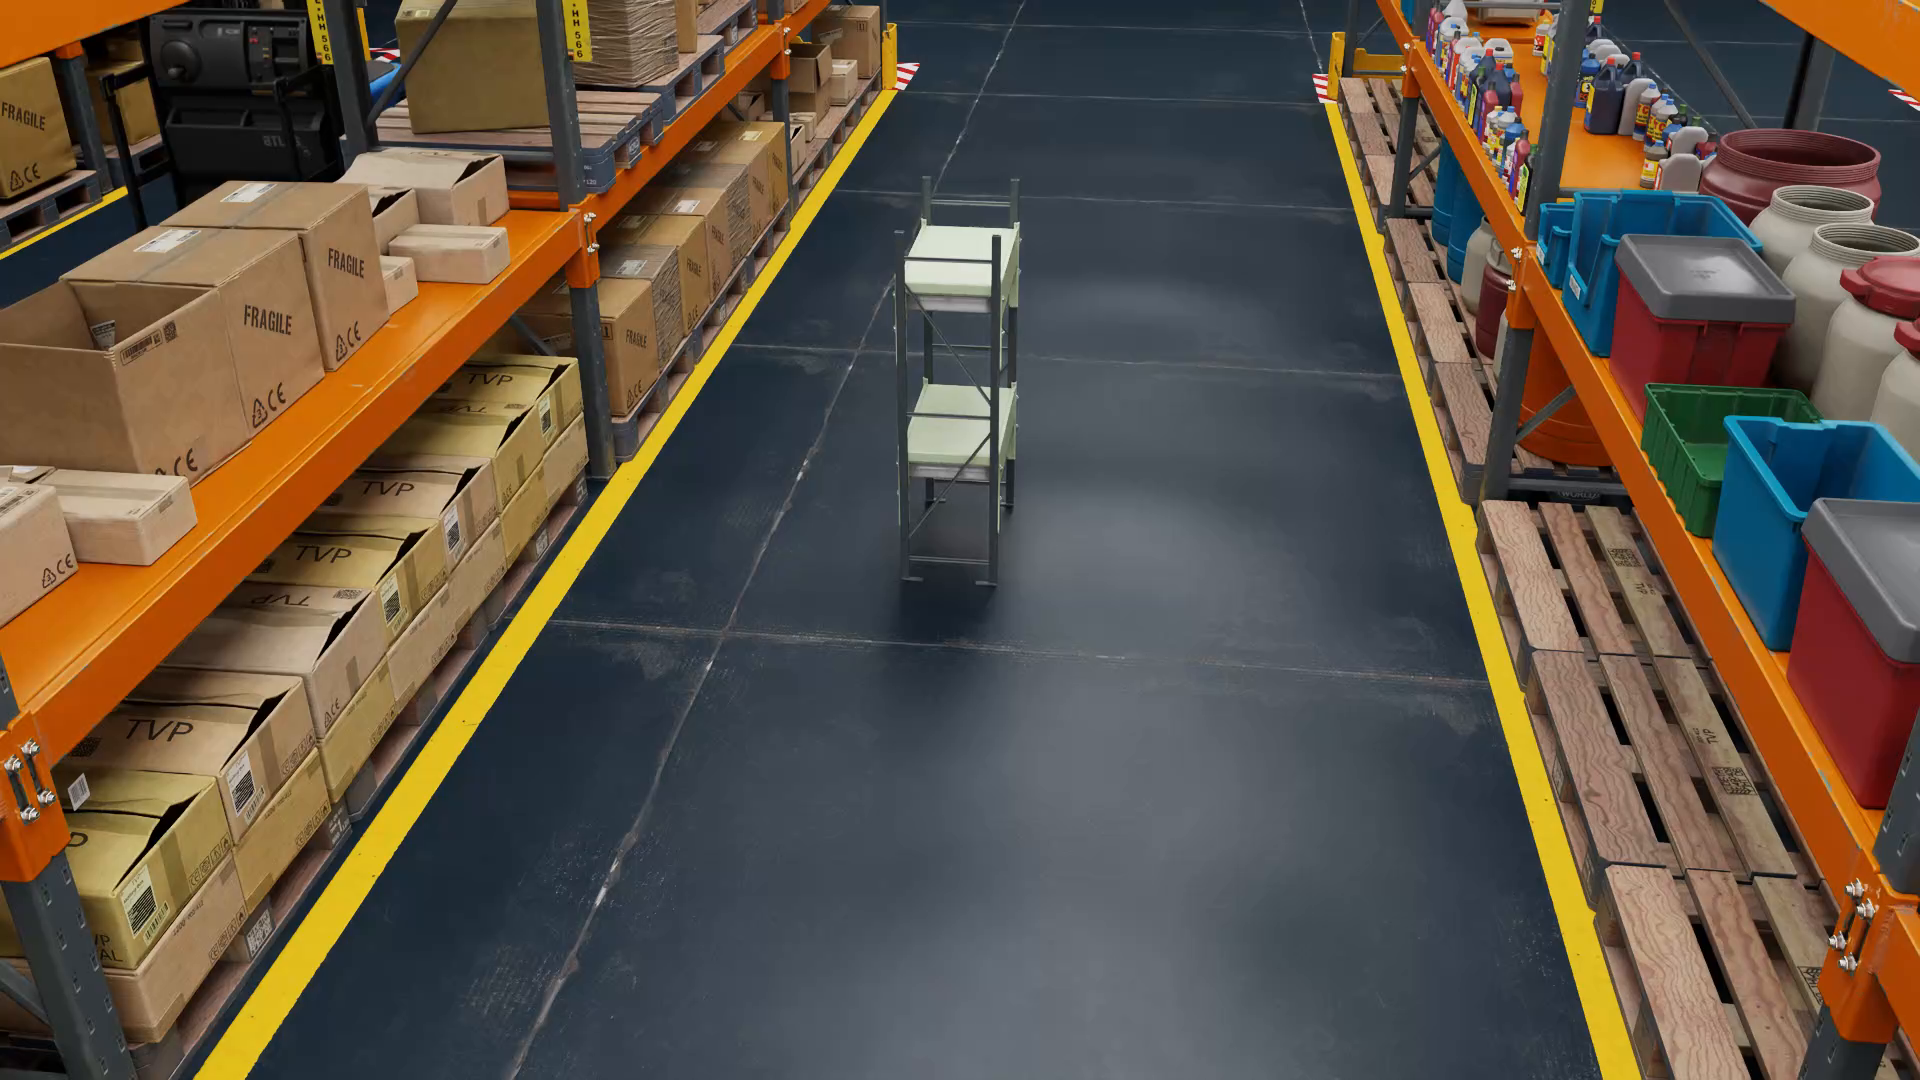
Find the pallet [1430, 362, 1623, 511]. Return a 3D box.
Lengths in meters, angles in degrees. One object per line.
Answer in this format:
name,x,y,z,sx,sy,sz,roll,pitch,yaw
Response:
pallet,2.847,-0.507,7.968,1.003,0.211,1.213,3,28,6

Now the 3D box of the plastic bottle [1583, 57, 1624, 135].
plastic bottle,3.191,-2.197,8.218,0.144,0.351,0.185,3,28,6

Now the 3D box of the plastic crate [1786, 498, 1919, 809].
plastic crate,2.057,0.248,3.560,0.402,0.464,0.583,3,28,6

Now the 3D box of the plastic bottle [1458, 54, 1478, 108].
plastic bottle,2.664,-2.393,8.666,0.097,0.271,0.097,0,28,0

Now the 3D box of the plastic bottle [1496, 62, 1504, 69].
plastic bottle,2.831,-2.417,8.783,0.097,0.201,0.097,0,28,0

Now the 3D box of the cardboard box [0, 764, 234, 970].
cardboard box,-2.316,0.831,4.410,0.500,0.311,0.500,3,29,6

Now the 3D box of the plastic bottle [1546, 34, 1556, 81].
plastic bottle,3.328,-2.692,9.136,0.144,0.351,0.185,3,28,6

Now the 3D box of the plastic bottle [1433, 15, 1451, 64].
plastic bottle,2.789,-2.875,9.560,0.097,0.271,0.097,0,28,0

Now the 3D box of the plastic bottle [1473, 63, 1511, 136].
plastic bottle,2.619,-2.165,8.158,0.144,0.351,0.185,3,28,6

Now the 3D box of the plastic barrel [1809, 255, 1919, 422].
plastic barrel,2.779,-0.525,4.918,0.433,0.535,0.433,0,28,0

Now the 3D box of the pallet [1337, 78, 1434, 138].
pallet,3.632,-3.513,13.548,1.003,0.211,1.213,3,28,6

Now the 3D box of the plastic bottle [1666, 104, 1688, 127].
plastic bottle,3.312,-1.881,7.702,0.061,0.283,0.133,3,28,6

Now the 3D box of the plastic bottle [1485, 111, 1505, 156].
plastic bottle,2.550,-1.926,7.871,0.097,0.201,0.097,0,28,0

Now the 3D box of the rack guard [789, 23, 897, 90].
rack guard,-1.153,-4.280,14.668,1.175,0.500,0.348,3,28,6

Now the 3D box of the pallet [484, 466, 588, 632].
pallet,-2.264,-0.038,7.097,1.003,0.211,1.213,3,28,6

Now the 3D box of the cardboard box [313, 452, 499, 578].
cardboard box,-2.066,-0.129,6.191,0.500,0.311,0.500,3,28,6

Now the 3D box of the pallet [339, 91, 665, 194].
pallet,-2.111,-1.889,7.796,1.213,0.211,1.003,3,28,6

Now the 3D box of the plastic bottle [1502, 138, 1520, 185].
plastic bottle,2.490,-1.696,7.446,0.097,0.201,0.097,0,28,0

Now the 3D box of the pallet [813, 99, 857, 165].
pallet,-1.402,-3.205,12.976,1.003,0.211,1.213,3,28,6

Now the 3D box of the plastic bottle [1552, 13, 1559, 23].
plastic bottle,3.554,-2.985,9.759,0.152,0.276,0.135,3,28,6

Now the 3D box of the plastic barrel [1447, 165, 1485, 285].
plastic barrel,3.111,-1.917,9.414,0.600,0.901,0.708,3,28,6

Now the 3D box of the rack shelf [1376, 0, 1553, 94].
rack shelf,3.527,-3.869,12.027,1.077,0.370,4.000,3,28,6

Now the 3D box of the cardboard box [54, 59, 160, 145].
cardboard box,-6.357,-3.250,12.313,0.700,0.500,0.500,4,29,7

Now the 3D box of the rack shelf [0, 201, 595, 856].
rack shelf,-2.369,-0.392,5.574,1.077,0.370,4.000,3,28,6

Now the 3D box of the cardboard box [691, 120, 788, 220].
cardboard box,-1.410,-2.378,10.673,0.500,0.500,0.500,3,28,6

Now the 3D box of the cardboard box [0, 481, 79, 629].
cardboard box,-2.597,0.064,4.127,0.500,0.250,0.500,5,29,9

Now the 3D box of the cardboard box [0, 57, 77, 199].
cardboard box,-6.501,-2.745,11.005,0.750,0.750,0.750,4,29,7

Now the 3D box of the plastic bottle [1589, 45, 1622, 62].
plastic bottle,3.431,-2.512,8.881,0.152,0.276,0.135,3,28,6

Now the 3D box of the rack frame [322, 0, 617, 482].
rack frame,-2.124,-1.651,7.151,1.000,3.000,0.127,3,28,6

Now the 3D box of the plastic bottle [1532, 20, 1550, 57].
plastic bottle,3.428,-2.951,9.774,0.097,0.201,0.097,0,28,0

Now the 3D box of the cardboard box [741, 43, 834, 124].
cardboard box,-1.409,-3.513,12.776,0.797,0.503,0.637,3,28,6

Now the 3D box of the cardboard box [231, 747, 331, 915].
cardboard box,-2.255,0.842,4.981,0.500,0.250,0.500,4,29,7

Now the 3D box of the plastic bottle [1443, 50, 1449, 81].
plastic bottle,2.737,-2.644,9.204,0.097,0.201,0.097,0,28,0

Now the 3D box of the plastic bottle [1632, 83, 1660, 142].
plastic bottle,3.348,-2.086,8.095,0.097,0.271,0.097,0,28,0

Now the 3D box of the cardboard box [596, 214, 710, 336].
cardboard box,-1.660,-1.424,8.902,0.500,0.500,0.500,3,28,6

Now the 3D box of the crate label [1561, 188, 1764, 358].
crate label,2.401,-0.925,5.766,0.502,0.435,0.616,3,28,6

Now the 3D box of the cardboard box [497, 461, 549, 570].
cardboard box,-2.006,-0.120,6.767,0.500,0.250,0.500,3,28,6

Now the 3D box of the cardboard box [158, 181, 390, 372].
cardboard box,-2.313,-0.904,5.660,0.500,0.500,0.500,2,28,3

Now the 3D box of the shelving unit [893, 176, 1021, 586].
shelving unit,-0.001,-0.657,6.888,0.431,1.500,0.755,3,28,6

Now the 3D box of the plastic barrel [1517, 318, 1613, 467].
plastic barrel,2.835,-0.822,7.458,0.600,0.830,0.708,3,28,6

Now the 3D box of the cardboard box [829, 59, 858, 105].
cardboard box,-1.112,-3.684,13.360,0.500,0.250,0.500,3,28,6

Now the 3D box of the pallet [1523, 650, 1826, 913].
pallet,2.506,0.802,5.539,1.003,0.211,1.213,3,28,6

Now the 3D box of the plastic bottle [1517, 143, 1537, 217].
plastic bottle,2.418,-1.525,7.041,0.061,0.283,0.133,3,28,6

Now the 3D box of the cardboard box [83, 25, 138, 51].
cardboard box,-6.478,-3.851,12.745,0.380,0.149,0.250,2,28,5

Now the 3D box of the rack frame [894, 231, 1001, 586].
rack frame,-0.046,-0.485,6.569,0.400,1.500,0.023,3,28,6

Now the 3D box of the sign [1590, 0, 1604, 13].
sign,3.827,-3.333,9.982,0.100,0.325,0.005,3,28,6

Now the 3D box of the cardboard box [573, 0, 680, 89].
cardboard box,-1.857,-2.602,8.369,0.700,0.500,0.500,9,30,16

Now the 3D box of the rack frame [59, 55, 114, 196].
rack frame,-6.551,-3.820,11.177,1.000,3.000,0.127,3,28,6

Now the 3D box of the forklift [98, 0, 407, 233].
forklift,-4.160,-2.737,9.240,1.130,2.935,3.031,3,28,5
